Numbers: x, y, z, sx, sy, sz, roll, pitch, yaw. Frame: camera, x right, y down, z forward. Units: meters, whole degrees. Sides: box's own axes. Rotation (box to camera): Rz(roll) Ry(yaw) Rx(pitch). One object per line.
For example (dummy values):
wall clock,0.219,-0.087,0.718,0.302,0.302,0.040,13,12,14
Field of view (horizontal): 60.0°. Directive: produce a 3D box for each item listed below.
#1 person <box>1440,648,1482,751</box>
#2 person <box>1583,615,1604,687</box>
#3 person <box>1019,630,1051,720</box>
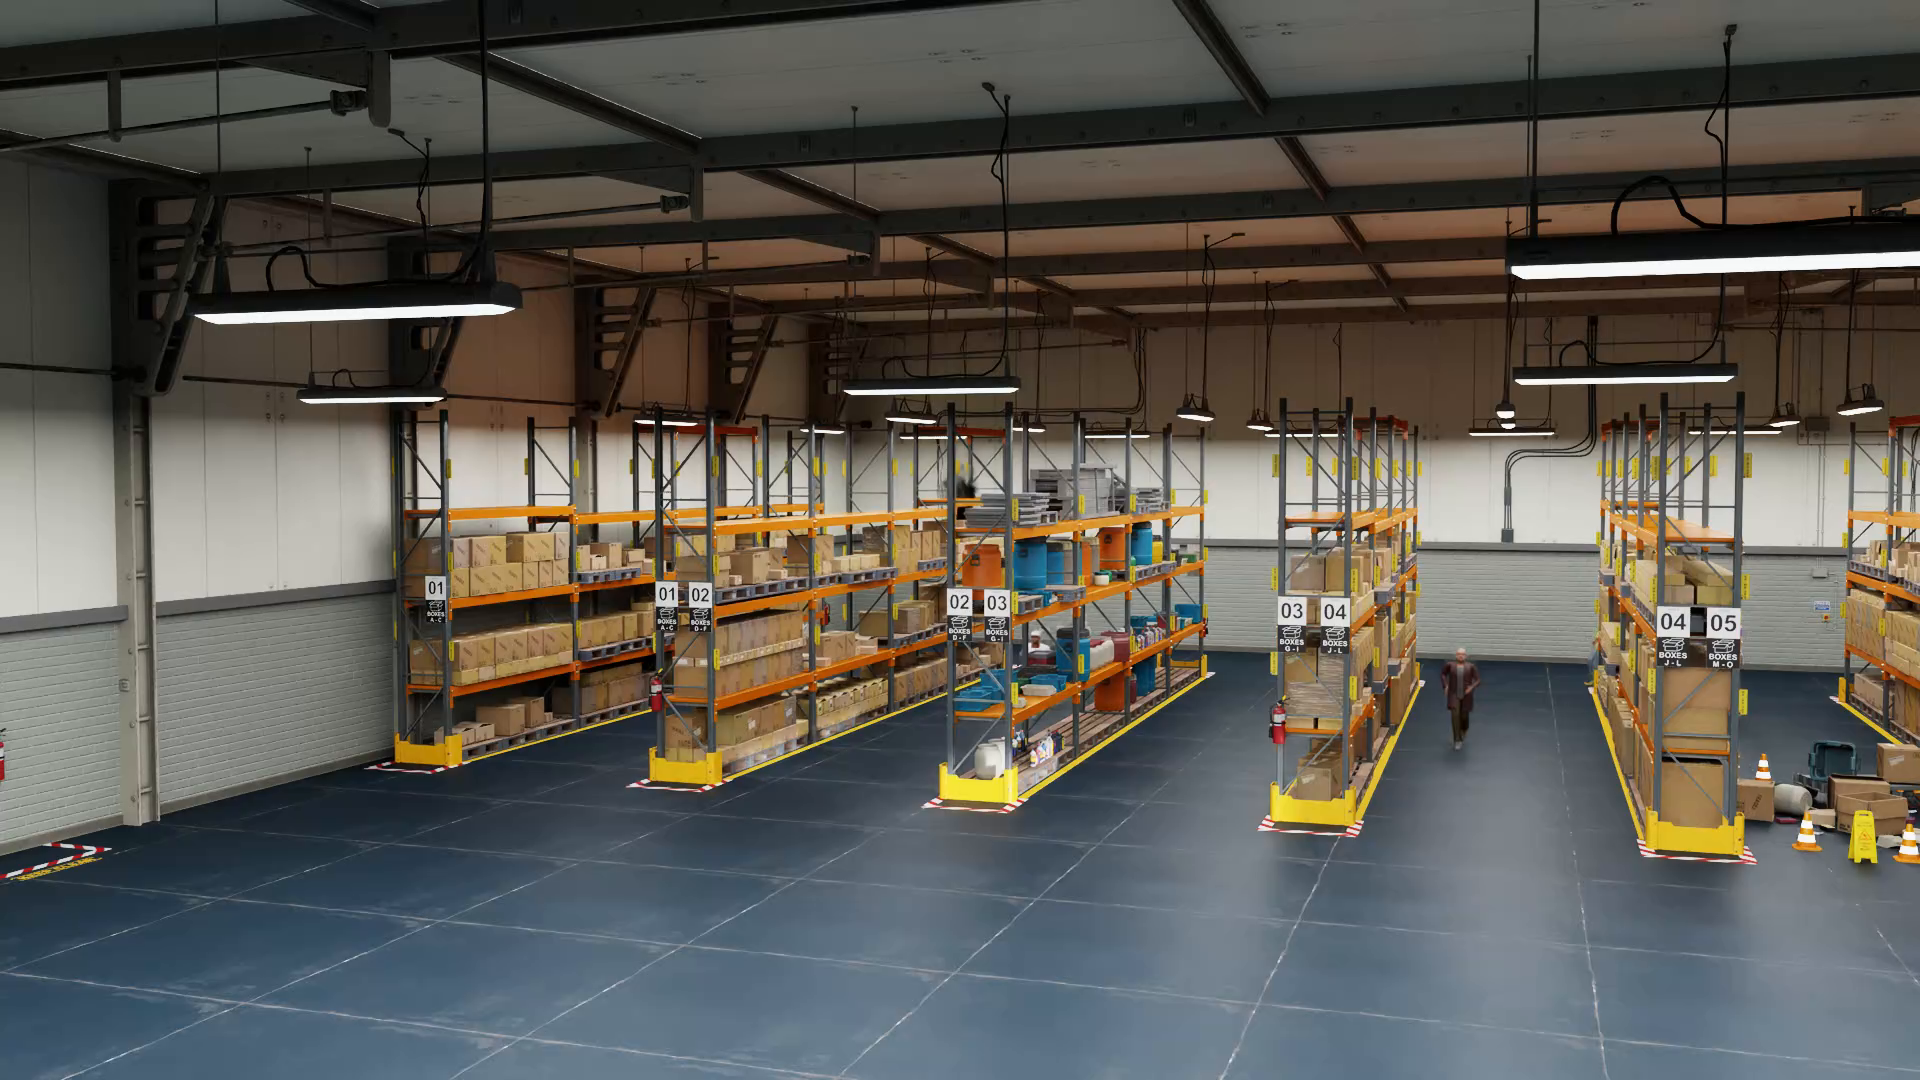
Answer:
person,9.013,2.838,29.953,0.723,1.787,0.983,1,3,17
person,14.678,2.518,38.065,0.743,1.743,0.763,0,2,4
person,1.517,2.695,33.525,0.703,1.758,0.853,1,3,16
